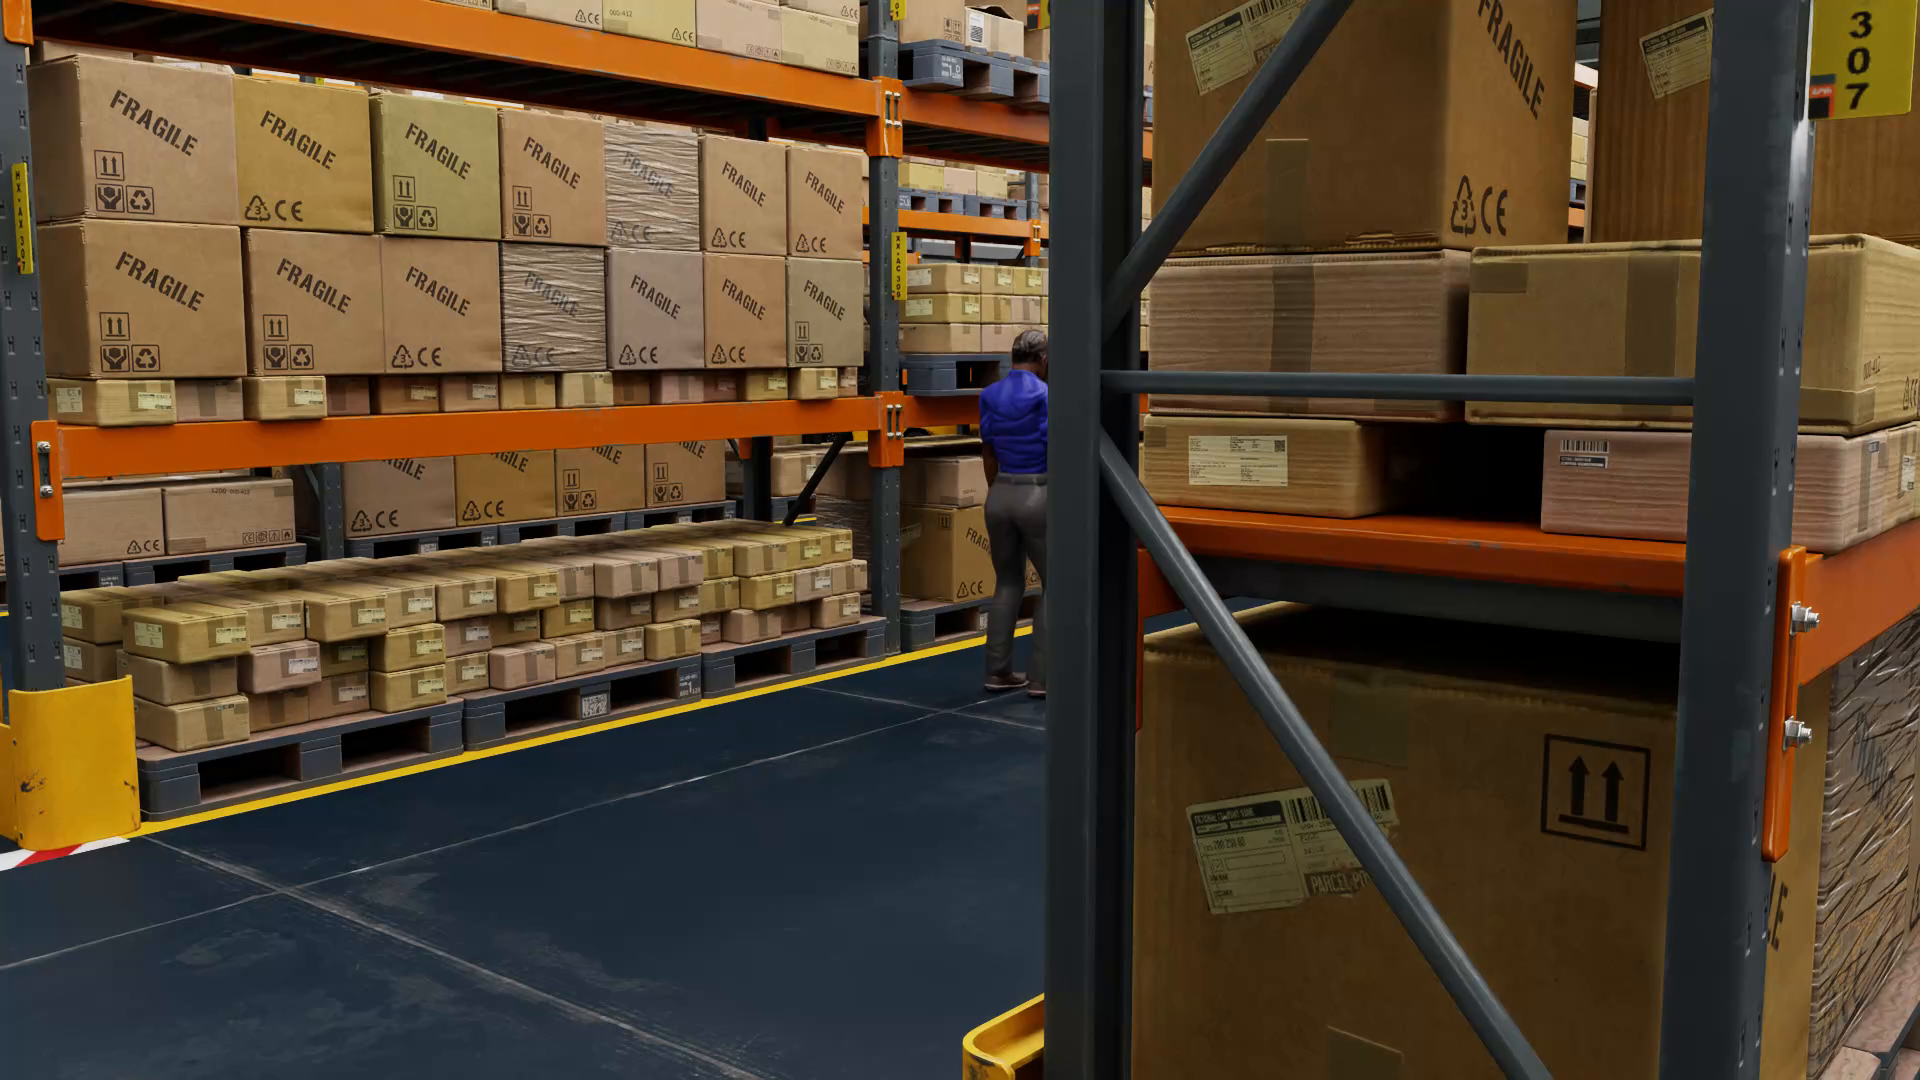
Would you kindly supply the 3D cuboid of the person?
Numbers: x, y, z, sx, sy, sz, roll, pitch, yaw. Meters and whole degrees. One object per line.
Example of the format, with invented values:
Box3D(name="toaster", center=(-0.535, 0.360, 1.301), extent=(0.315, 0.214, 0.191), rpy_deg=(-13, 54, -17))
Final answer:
Box3D(name="person", center=(0.285, -0.121, 7.444), extent=(0.448, 1.631, 0.343), rpy_deg=(5, 9, 37))
